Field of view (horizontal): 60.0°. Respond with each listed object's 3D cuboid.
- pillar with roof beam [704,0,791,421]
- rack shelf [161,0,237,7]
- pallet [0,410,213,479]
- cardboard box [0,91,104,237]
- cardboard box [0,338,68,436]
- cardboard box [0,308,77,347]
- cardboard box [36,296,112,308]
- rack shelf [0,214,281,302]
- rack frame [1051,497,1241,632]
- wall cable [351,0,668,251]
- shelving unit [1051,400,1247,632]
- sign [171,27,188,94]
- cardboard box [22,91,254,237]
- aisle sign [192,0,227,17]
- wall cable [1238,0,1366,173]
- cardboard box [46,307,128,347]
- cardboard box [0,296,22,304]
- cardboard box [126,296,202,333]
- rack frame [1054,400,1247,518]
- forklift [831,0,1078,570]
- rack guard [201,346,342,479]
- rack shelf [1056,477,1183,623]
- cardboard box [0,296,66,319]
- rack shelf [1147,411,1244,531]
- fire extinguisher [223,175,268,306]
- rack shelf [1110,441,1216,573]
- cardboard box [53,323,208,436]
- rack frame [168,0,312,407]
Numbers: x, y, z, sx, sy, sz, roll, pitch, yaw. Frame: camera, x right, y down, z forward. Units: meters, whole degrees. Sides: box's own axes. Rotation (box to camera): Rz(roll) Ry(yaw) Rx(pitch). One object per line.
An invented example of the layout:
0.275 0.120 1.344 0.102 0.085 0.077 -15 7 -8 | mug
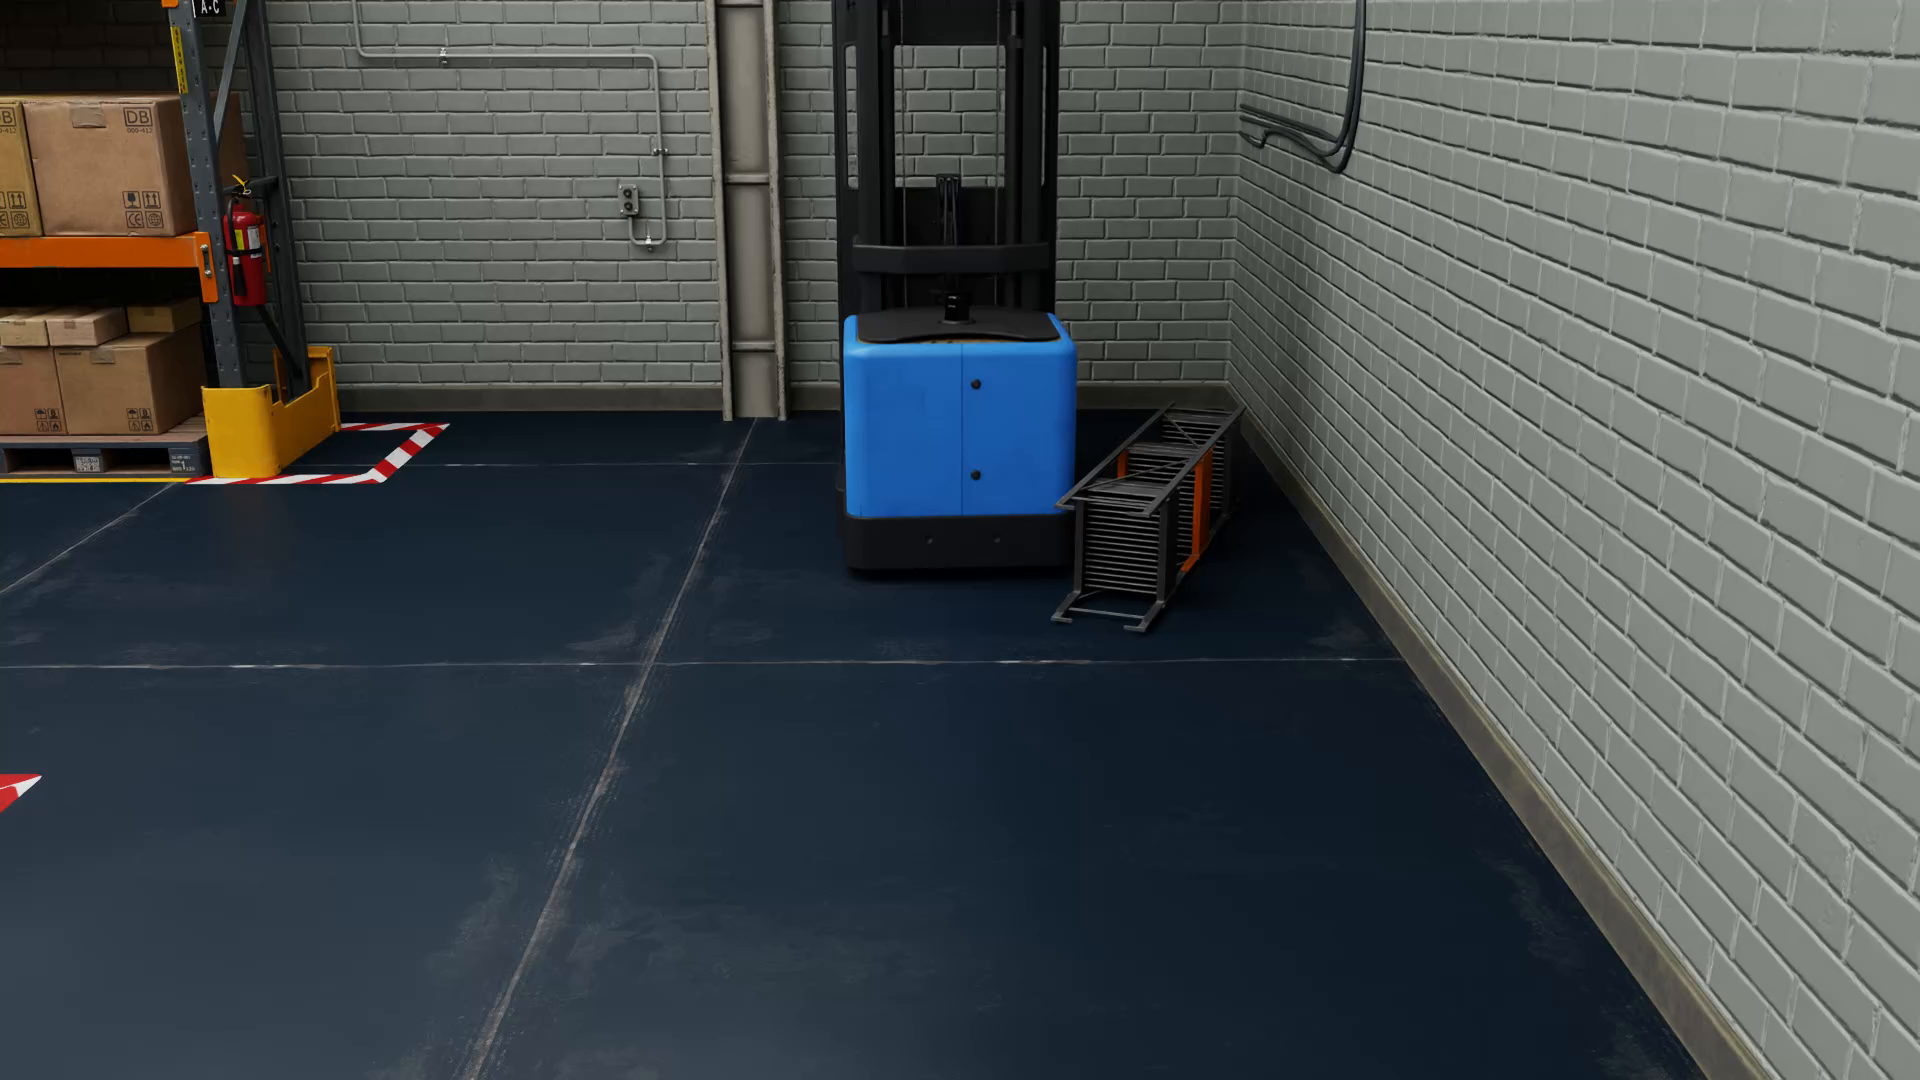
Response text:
-1.212 -3.762 5.044 0.400 9.000 9.100 0 18 -1 | pillar with roof beam
-5.966 -3.019 8.817 4.000 0.370 1.077 0 18 -1 | rack shelf
-4.764 -0.588 9.534 1.213 0.211 1.003 0 18 -1 | pallet
-5.203 -2.074 9.110 0.700 0.700 0.980 0 18 -1 | cardboard box
-5.165 -0.917 9.399 0.500 0.500 0.700 0 18 -1 | cardboard box
-5.045 -1.170 9.128 0.250 0.149 0.380 0 18 1 | cardboard box
-5.049 -1.287 9.492 0.250 0.149 0.380 0 18 -1 | cardboard box
-5.966 -1.591 9.275 4.000 0.370 1.077 0 18 -1 | rack shelf
0.926 0.057 7.813 0.400 0.015 2.100 6 18 19 | rack frame
-2.701 -2.722 9.960 1.851 1.984 0.084 0 18 -1 | wall cable
0.927 -0.176 7.741 0.431 0.503 2.100 6 18 19 | shelving unit
-3.971 -2.442 8.465 0.005 0.325 0.100 0 18 -1 | sign
-4.476 -2.081 9.132 0.700 0.700 0.980 1 18 2 | cardboard box
-3.889 -3.090 8.513 0.004 0.787 0.394 0 18 -1 | aisle sign
1.695 -3.240 8.498 0.112 2.526 3.097 0 18 -1 | wall cable
-4.790 -1.172 9.132 0.250 0.149 0.380 0 18 -2 | cardboard box
-5.554 -1.284 9.484 0.250 0.149 0.380 0 18 0 | cardboard box
-4.542 -1.290 9.500 0.250 0.149 0.380 0 18 0 | cardboard box
0.928 -0.409 7.668 0.400 0.015 2.100 6 18 19 | rack frame
-0.084 -1.664 8.437 1.130 2.935 3.031 -1 18 -3 | forklift
-3.942 -0.753 9.577 0.348 0.500 1.175 0 18 -1 | rack guard
0.684 0.023 7.100 0.431 0.480 0.518 6 18 19 | rack shelf
-5.299 -1.286 9.488 0.250 0.149 0.380 0 18 0 | cardboard box
1.160 -0.367 8.357 0.431 0.480 0.518 6 18 19 | rack shelf
-3.808 -1.589 8.827 0.183 0.674 0.296 0 18 -1 | fire extinguisher
0.922 -0.172 7.729 0.431 0.480 0.518 6 18 19 | rack shelf
-4.664 -0.919 9.407 0.500 0.500 0.700 0 18 -1 | cardboard box
-3.966 -1.943 9.195 0.127 3.000 1.000 0 18 -1 | rack frame
